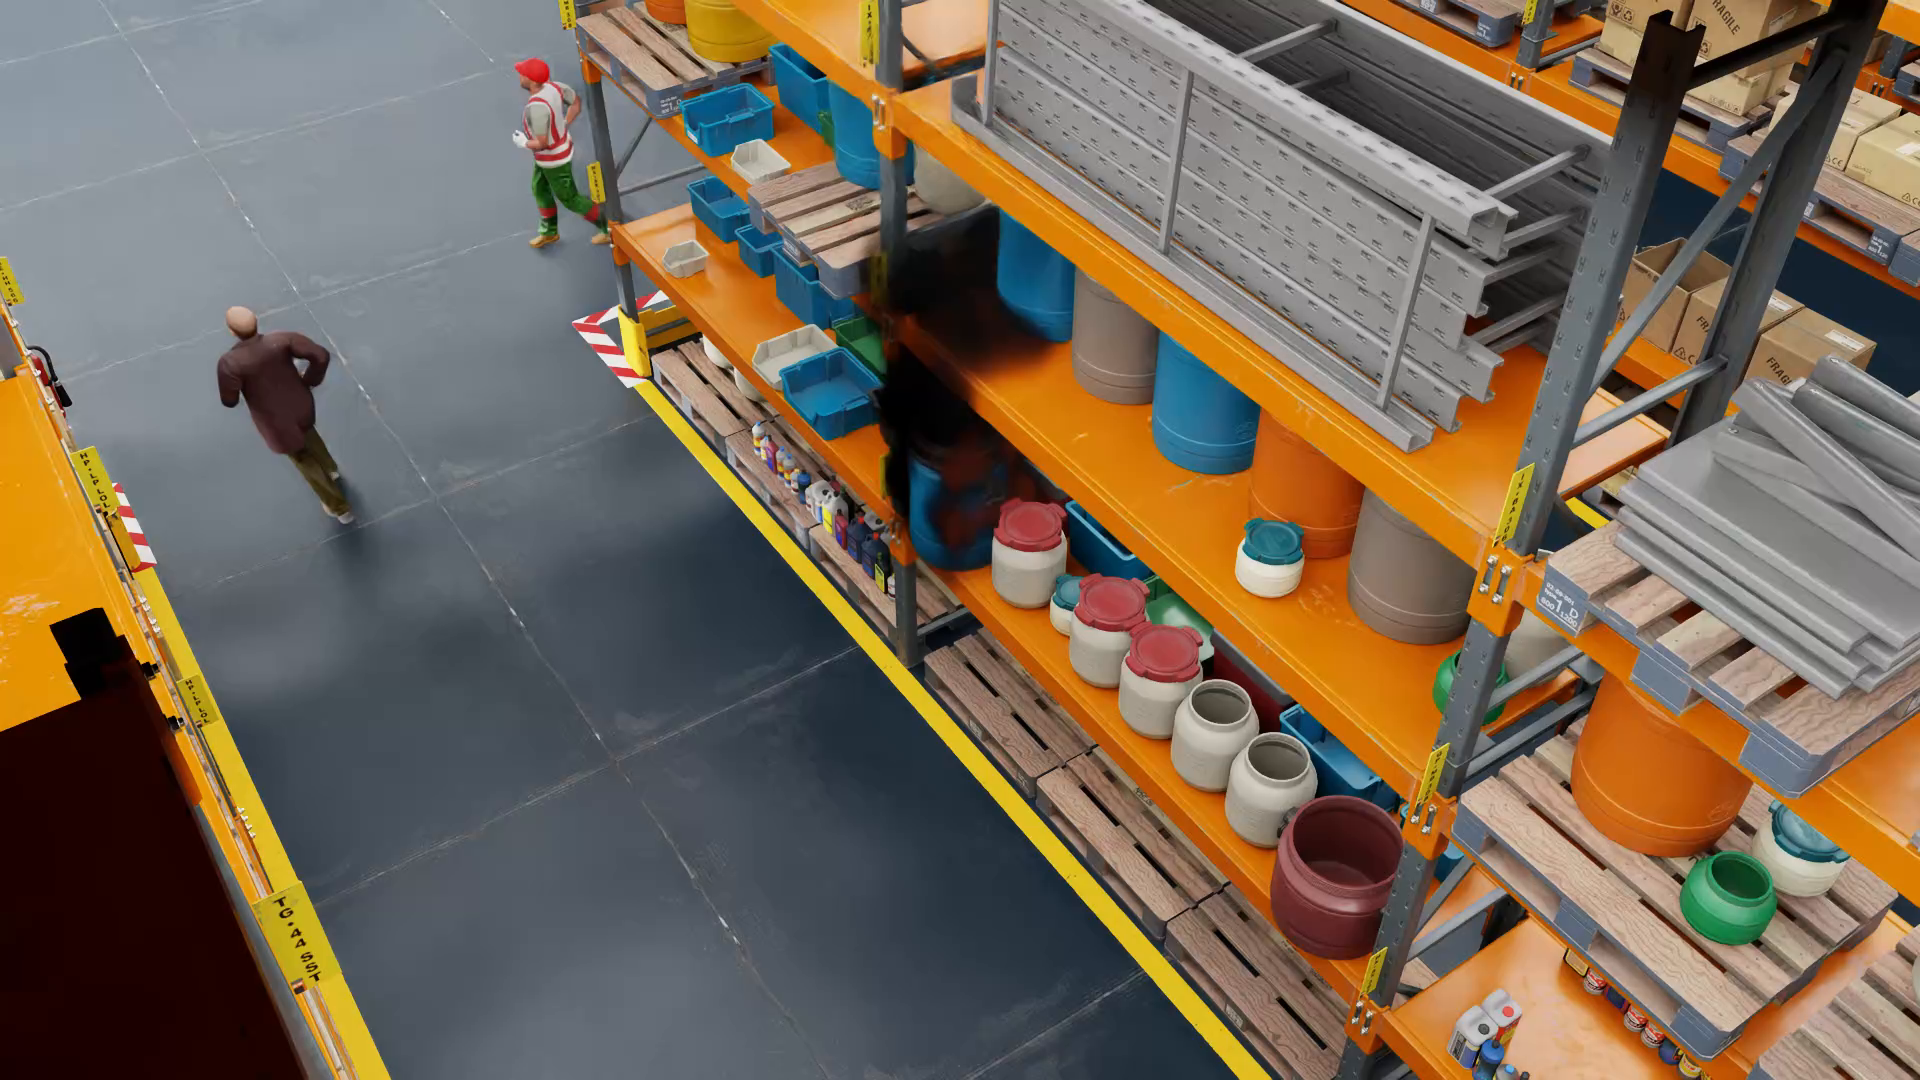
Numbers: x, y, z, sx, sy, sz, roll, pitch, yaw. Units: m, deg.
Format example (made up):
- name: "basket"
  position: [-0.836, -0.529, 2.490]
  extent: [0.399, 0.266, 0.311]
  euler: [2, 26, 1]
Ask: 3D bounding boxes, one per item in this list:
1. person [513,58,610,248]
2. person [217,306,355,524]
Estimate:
- name: "person"
  position: [-3.346, -3.163, 13.875]
  extent: [0.845, 1.823, 0.669]
  euler: [-3, 43, -3]
- name: "person"
  position: [-4.636, -0.828, 11.422]
  extent: [0.842, 1.768, 0.704]
  euler: [32, 51, 30]
